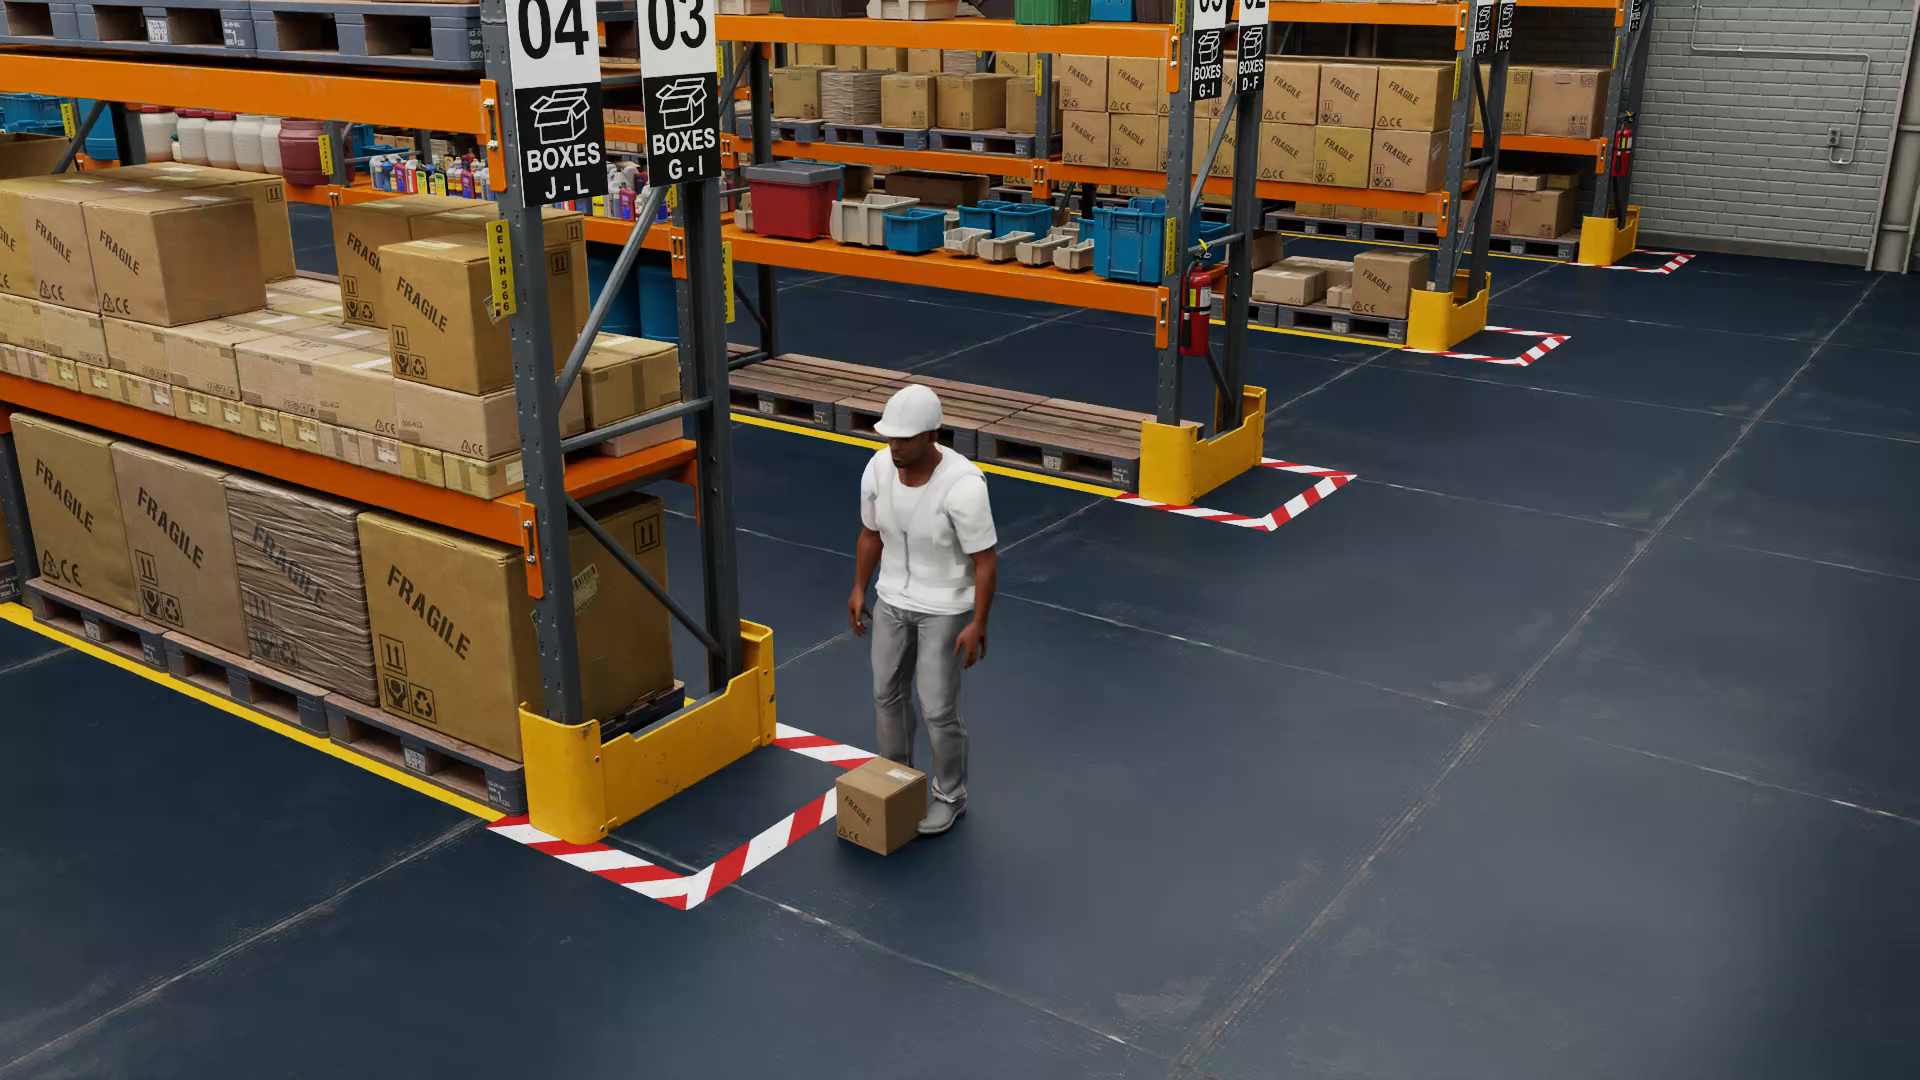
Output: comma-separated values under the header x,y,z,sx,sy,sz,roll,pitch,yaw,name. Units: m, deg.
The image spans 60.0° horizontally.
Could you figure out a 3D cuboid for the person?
x,y,z,sx,sy,sz,roll,pitch,yaw,name
-0.154,0.255,6.331,0.635,1.761,0.454,14,24,34,person
